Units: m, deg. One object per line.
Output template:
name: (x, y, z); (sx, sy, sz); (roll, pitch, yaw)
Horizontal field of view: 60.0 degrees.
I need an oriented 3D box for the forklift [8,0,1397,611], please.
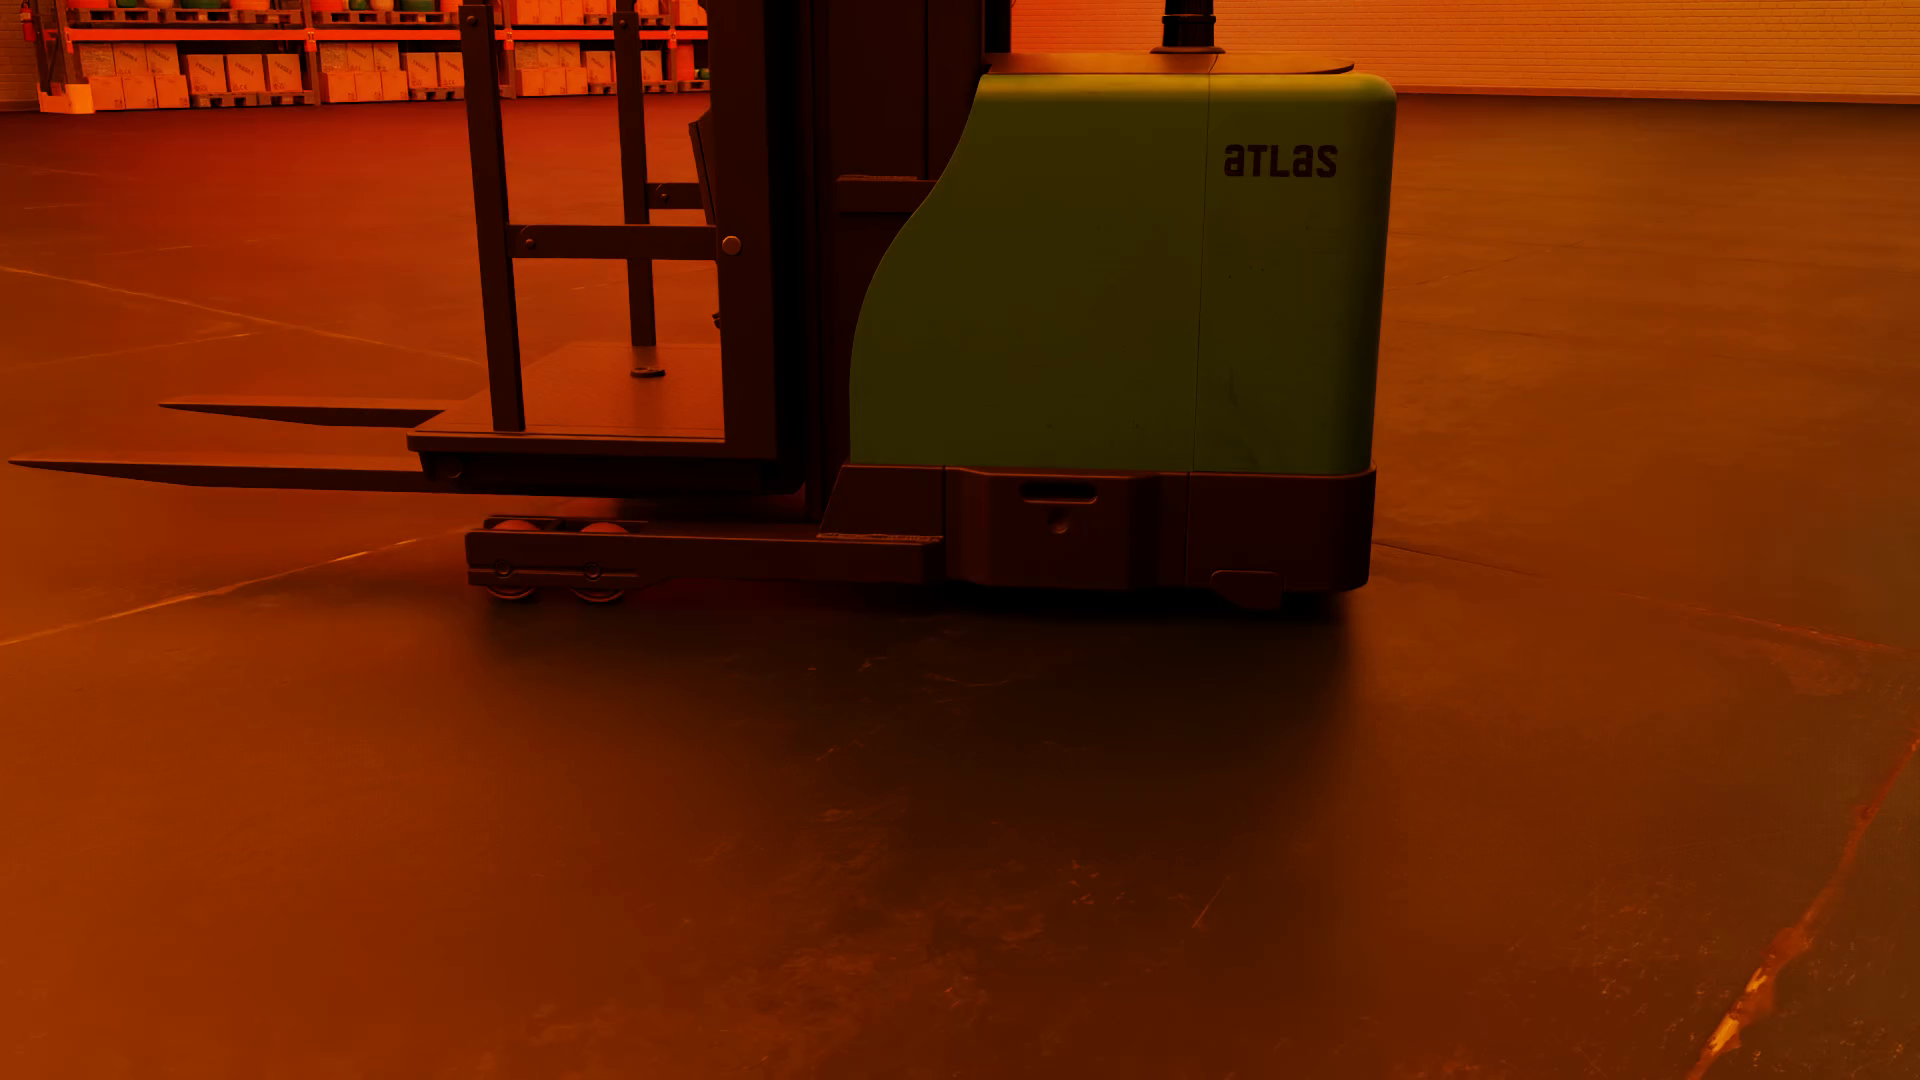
forklift: (-0.621, -1.421, 3.577); (3.031, 2.935, 1.130); (2, 17, 6)
